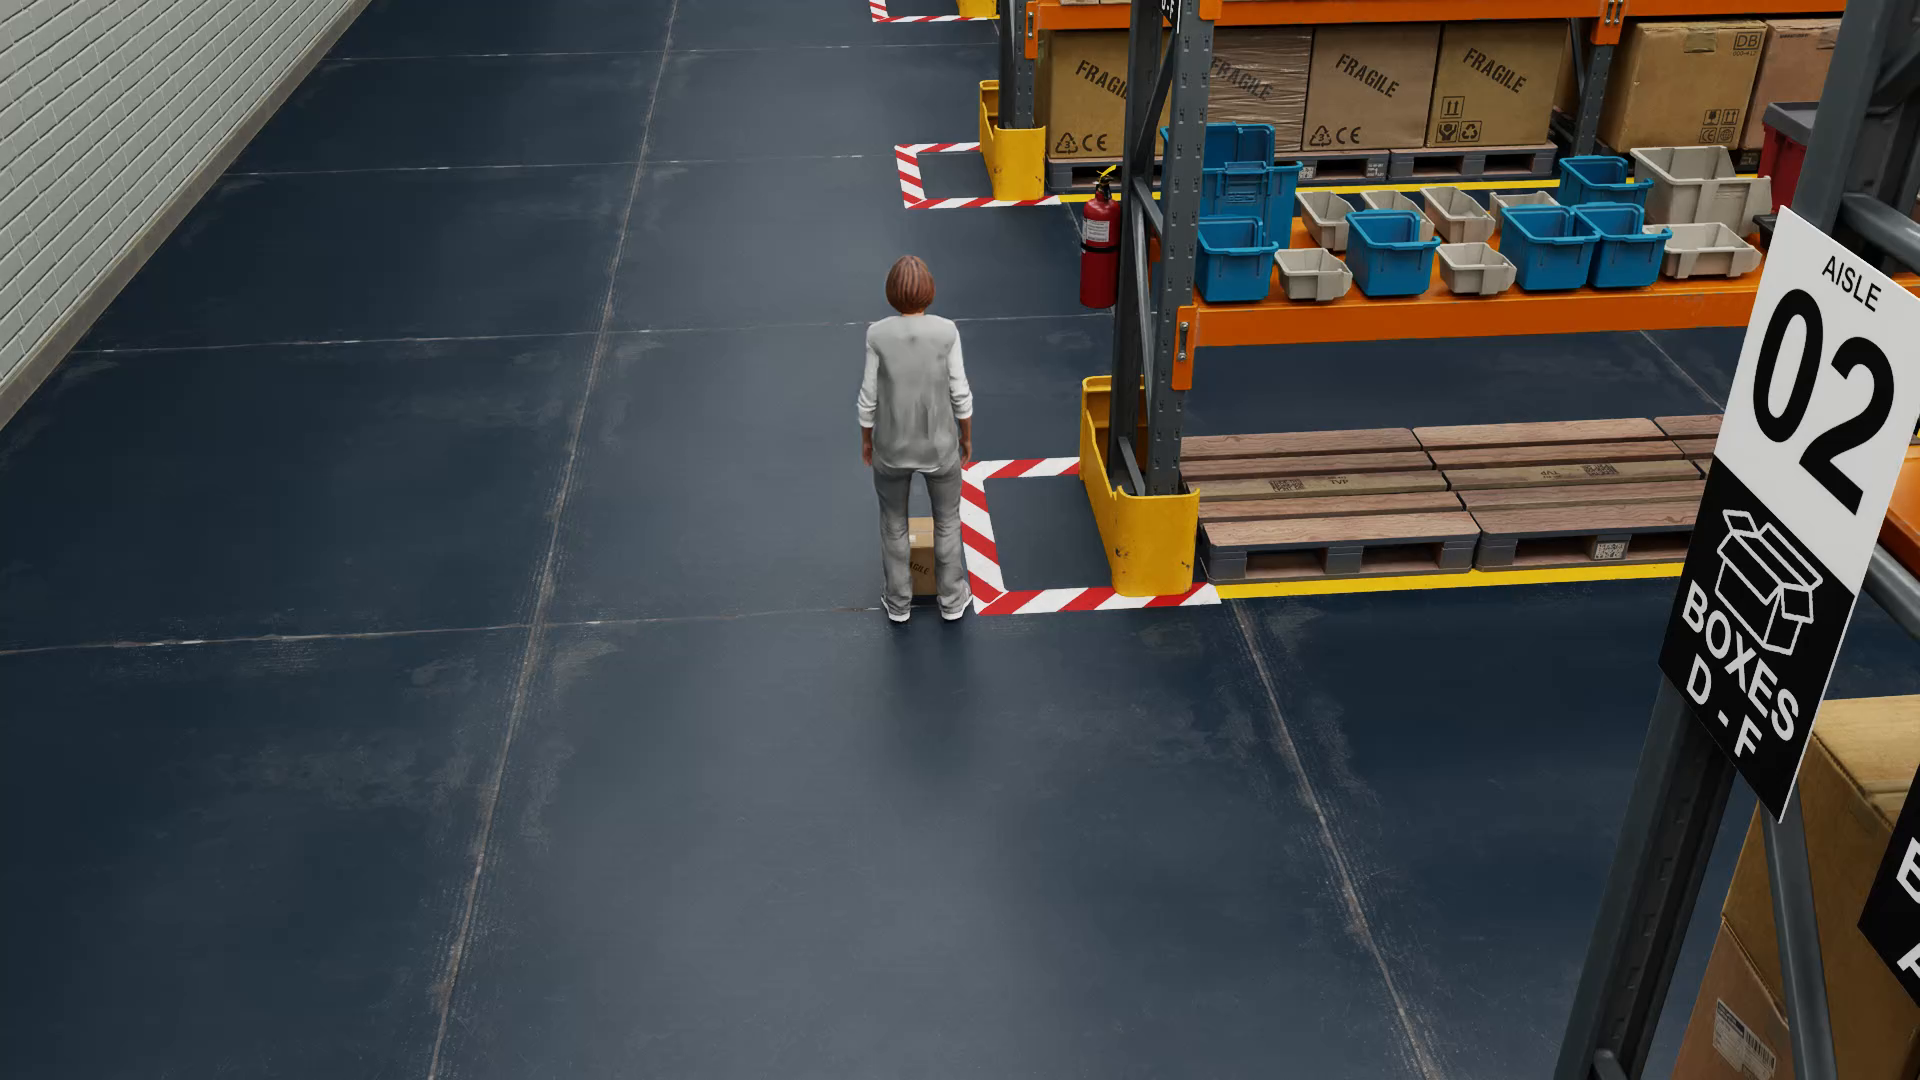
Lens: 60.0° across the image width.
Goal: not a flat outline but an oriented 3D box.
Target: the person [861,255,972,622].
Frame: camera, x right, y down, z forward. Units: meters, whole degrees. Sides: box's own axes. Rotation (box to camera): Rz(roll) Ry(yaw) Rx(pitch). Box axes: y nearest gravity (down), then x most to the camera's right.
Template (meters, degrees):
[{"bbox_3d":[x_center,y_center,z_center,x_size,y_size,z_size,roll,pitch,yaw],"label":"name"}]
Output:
[{"bbox_3d":[-0.174,-0.380,6.765,0.453,1.593,0.314,0,32,-1],"label":"person"}]
